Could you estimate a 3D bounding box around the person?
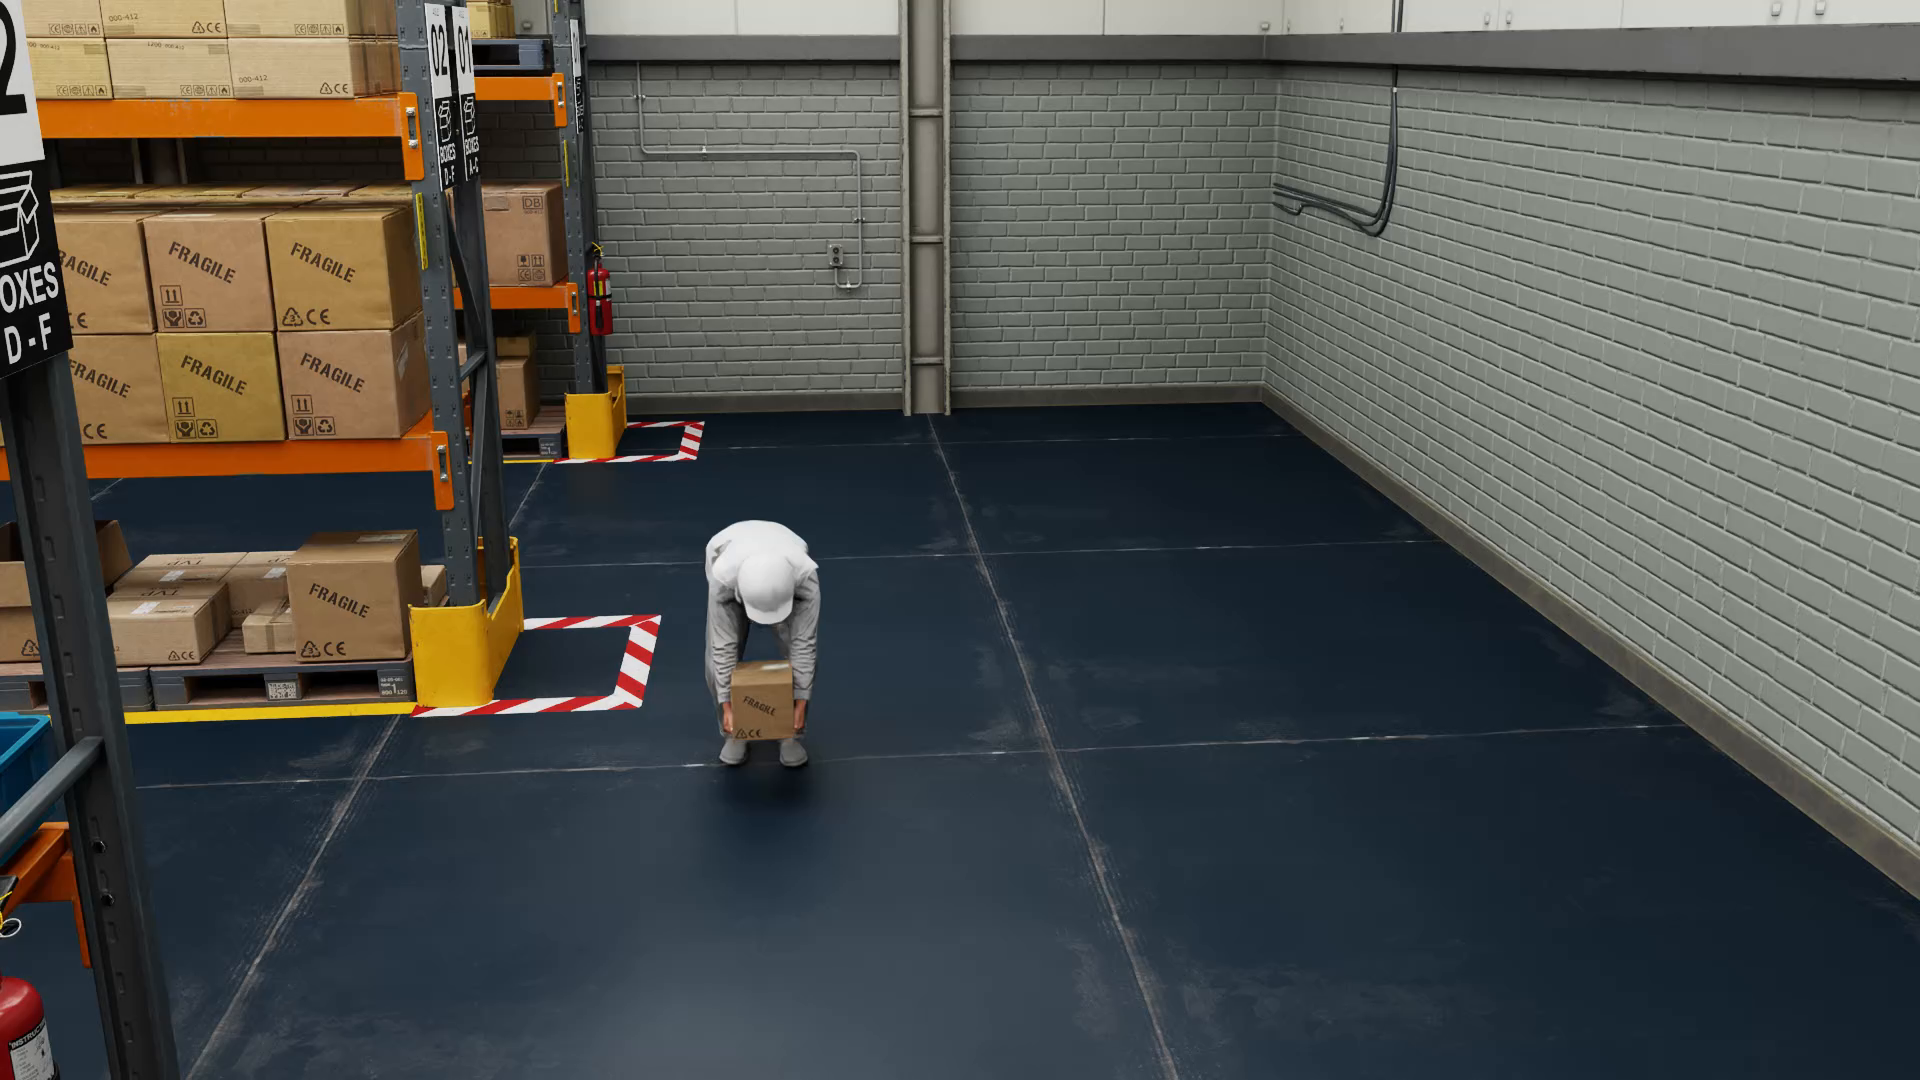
[{"bbox_3d":[-0.840,0.474,7.063,0.487,1.112,0.994,-2,17,-8],"label":"person"}]
